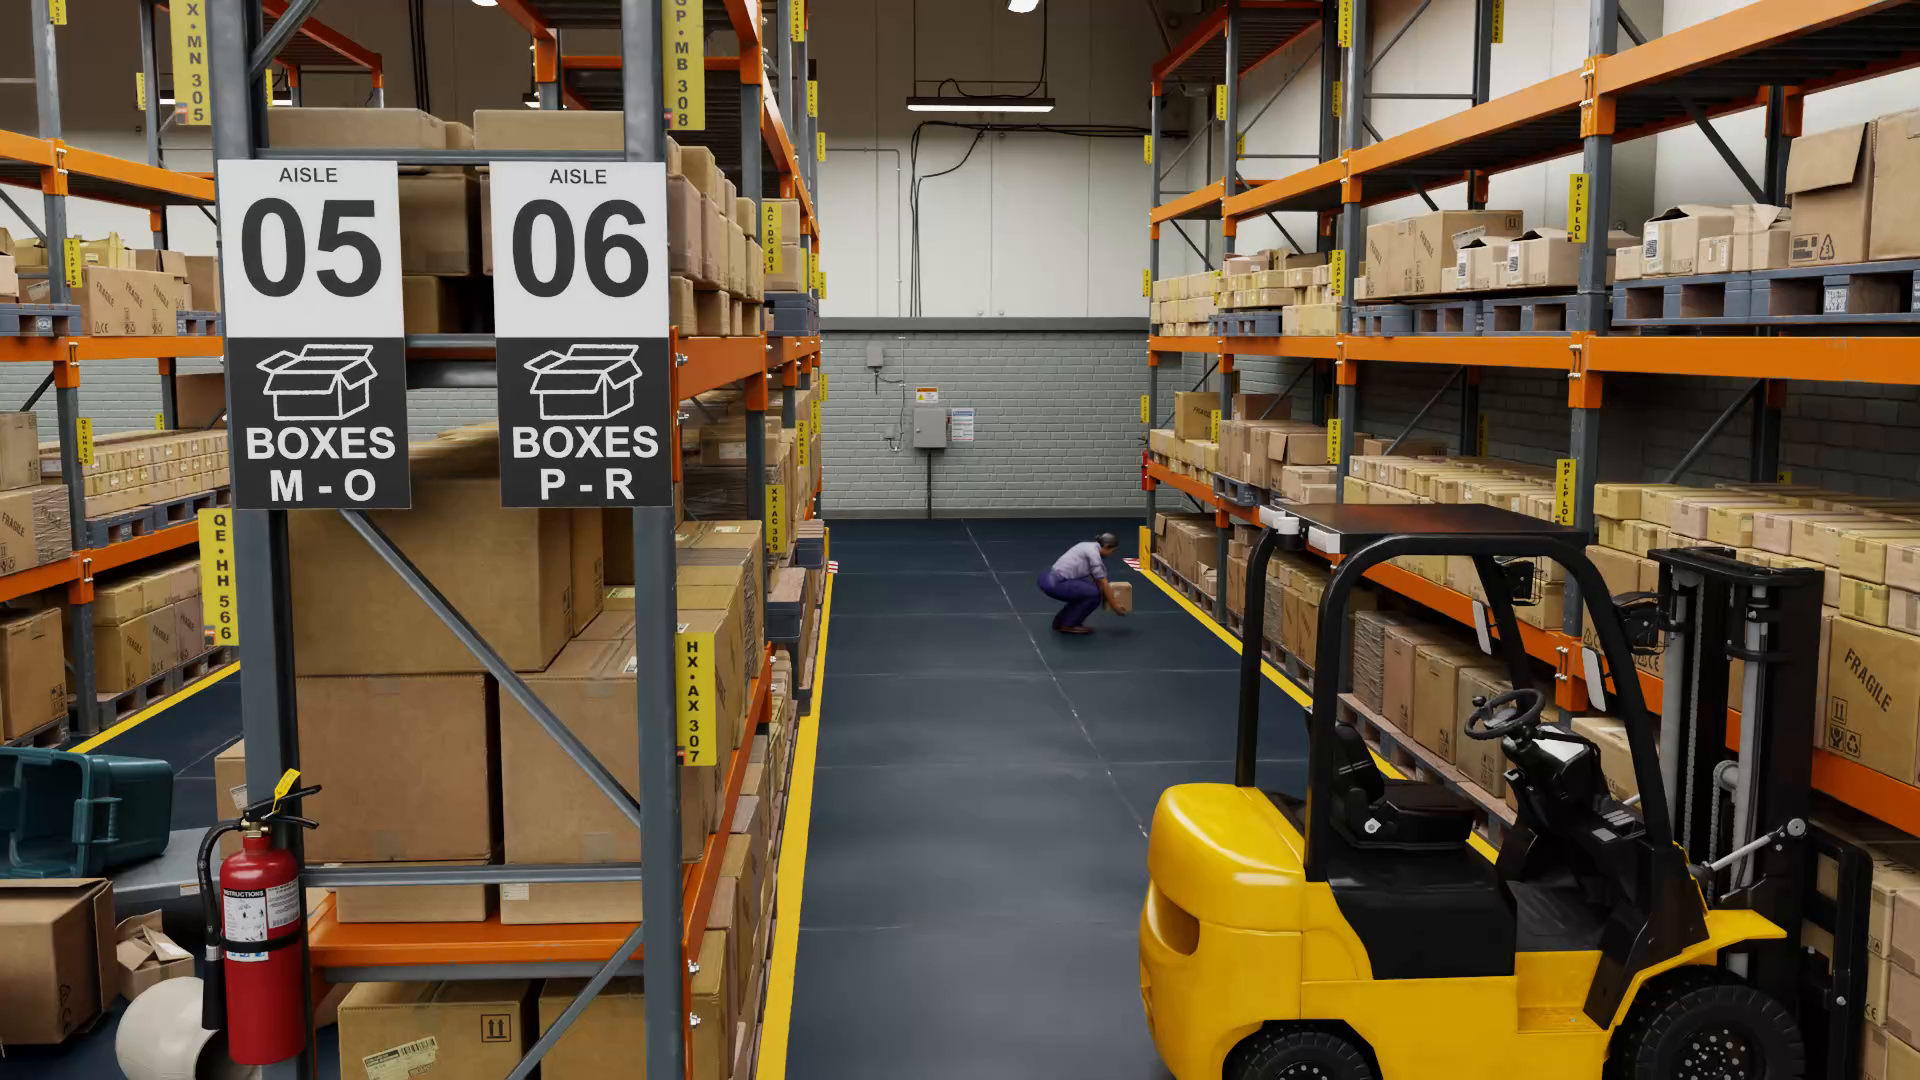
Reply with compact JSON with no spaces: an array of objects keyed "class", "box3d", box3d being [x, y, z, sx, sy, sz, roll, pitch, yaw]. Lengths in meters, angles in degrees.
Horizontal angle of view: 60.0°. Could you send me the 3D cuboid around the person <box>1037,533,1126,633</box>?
[{"class":"person","box3d":[1.158,0.408,15.938,0.830,0.939,0.516,0,7,-4]}]
